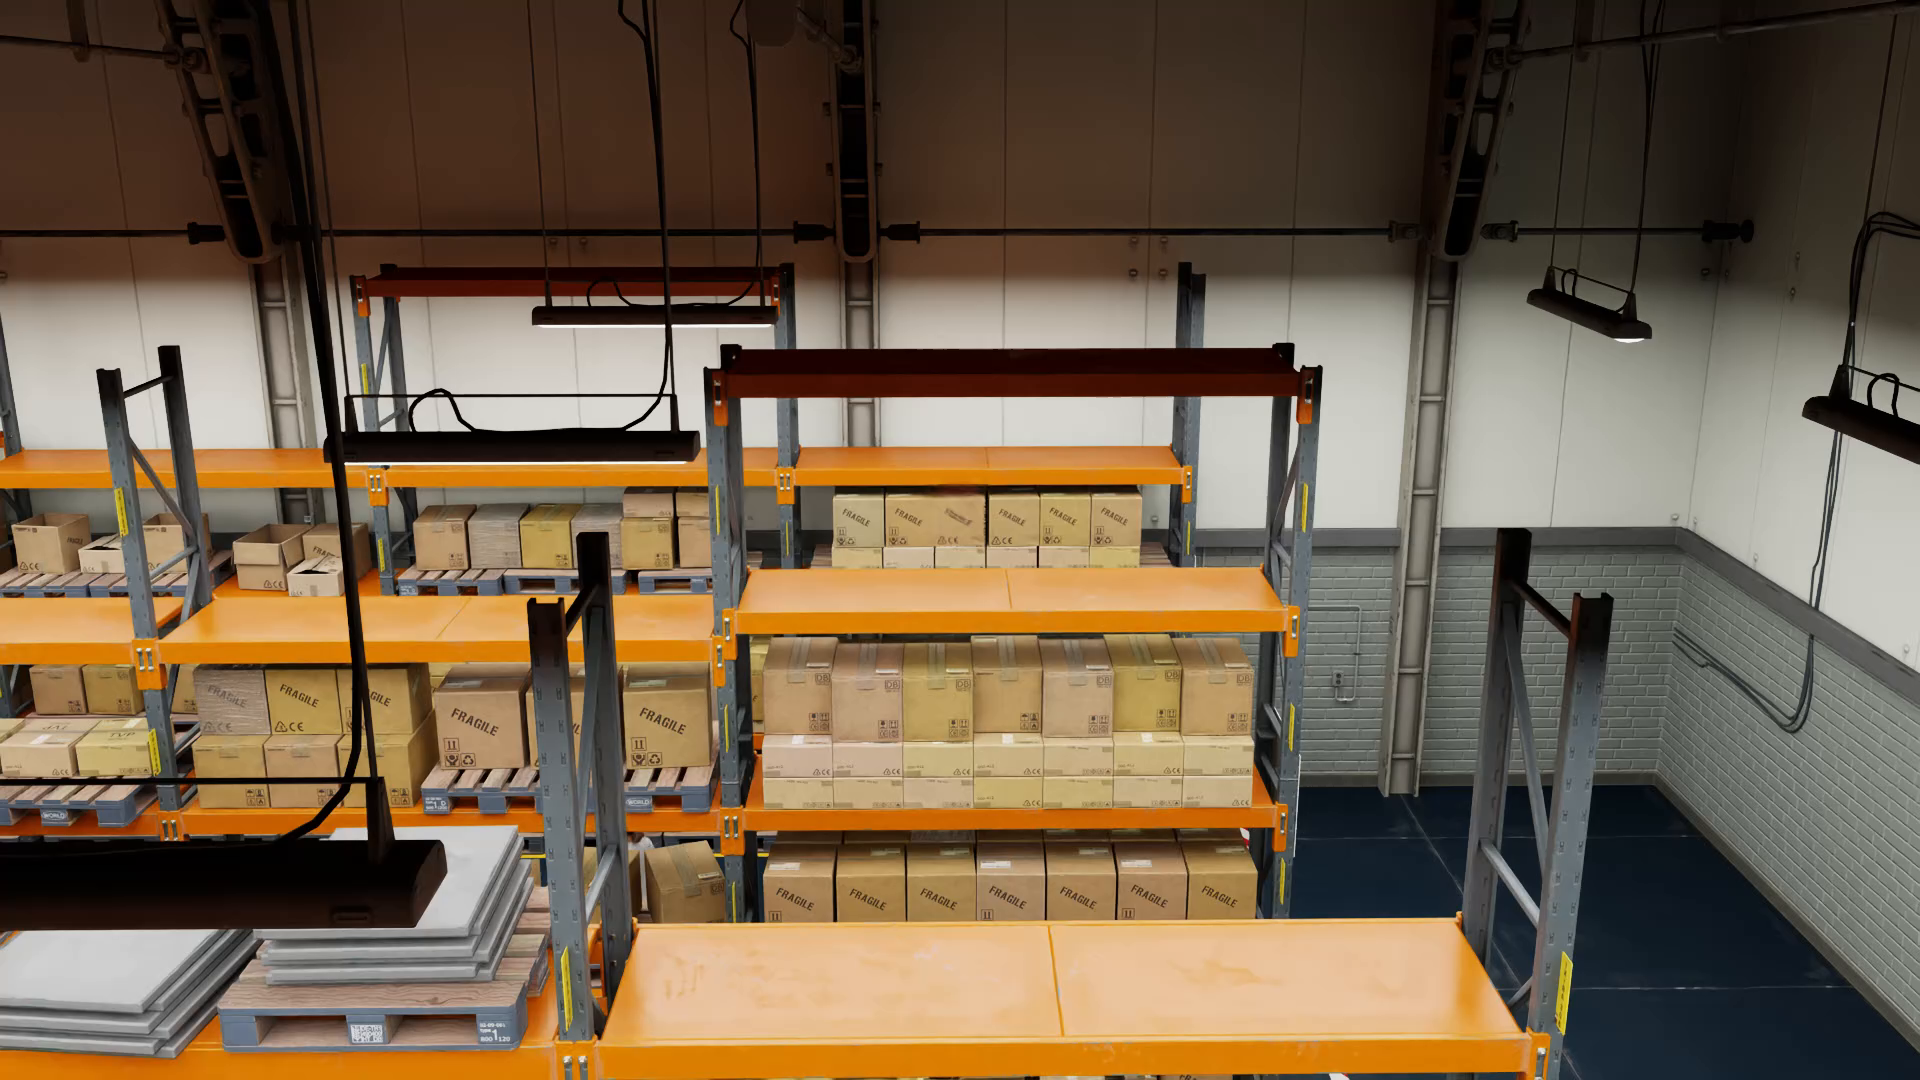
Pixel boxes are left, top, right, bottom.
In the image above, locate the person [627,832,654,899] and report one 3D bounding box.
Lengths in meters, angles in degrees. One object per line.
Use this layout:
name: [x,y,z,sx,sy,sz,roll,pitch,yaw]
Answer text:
person: [-2.743,3.195,14.682,0.647,1.644,0.498,6,17,19]
